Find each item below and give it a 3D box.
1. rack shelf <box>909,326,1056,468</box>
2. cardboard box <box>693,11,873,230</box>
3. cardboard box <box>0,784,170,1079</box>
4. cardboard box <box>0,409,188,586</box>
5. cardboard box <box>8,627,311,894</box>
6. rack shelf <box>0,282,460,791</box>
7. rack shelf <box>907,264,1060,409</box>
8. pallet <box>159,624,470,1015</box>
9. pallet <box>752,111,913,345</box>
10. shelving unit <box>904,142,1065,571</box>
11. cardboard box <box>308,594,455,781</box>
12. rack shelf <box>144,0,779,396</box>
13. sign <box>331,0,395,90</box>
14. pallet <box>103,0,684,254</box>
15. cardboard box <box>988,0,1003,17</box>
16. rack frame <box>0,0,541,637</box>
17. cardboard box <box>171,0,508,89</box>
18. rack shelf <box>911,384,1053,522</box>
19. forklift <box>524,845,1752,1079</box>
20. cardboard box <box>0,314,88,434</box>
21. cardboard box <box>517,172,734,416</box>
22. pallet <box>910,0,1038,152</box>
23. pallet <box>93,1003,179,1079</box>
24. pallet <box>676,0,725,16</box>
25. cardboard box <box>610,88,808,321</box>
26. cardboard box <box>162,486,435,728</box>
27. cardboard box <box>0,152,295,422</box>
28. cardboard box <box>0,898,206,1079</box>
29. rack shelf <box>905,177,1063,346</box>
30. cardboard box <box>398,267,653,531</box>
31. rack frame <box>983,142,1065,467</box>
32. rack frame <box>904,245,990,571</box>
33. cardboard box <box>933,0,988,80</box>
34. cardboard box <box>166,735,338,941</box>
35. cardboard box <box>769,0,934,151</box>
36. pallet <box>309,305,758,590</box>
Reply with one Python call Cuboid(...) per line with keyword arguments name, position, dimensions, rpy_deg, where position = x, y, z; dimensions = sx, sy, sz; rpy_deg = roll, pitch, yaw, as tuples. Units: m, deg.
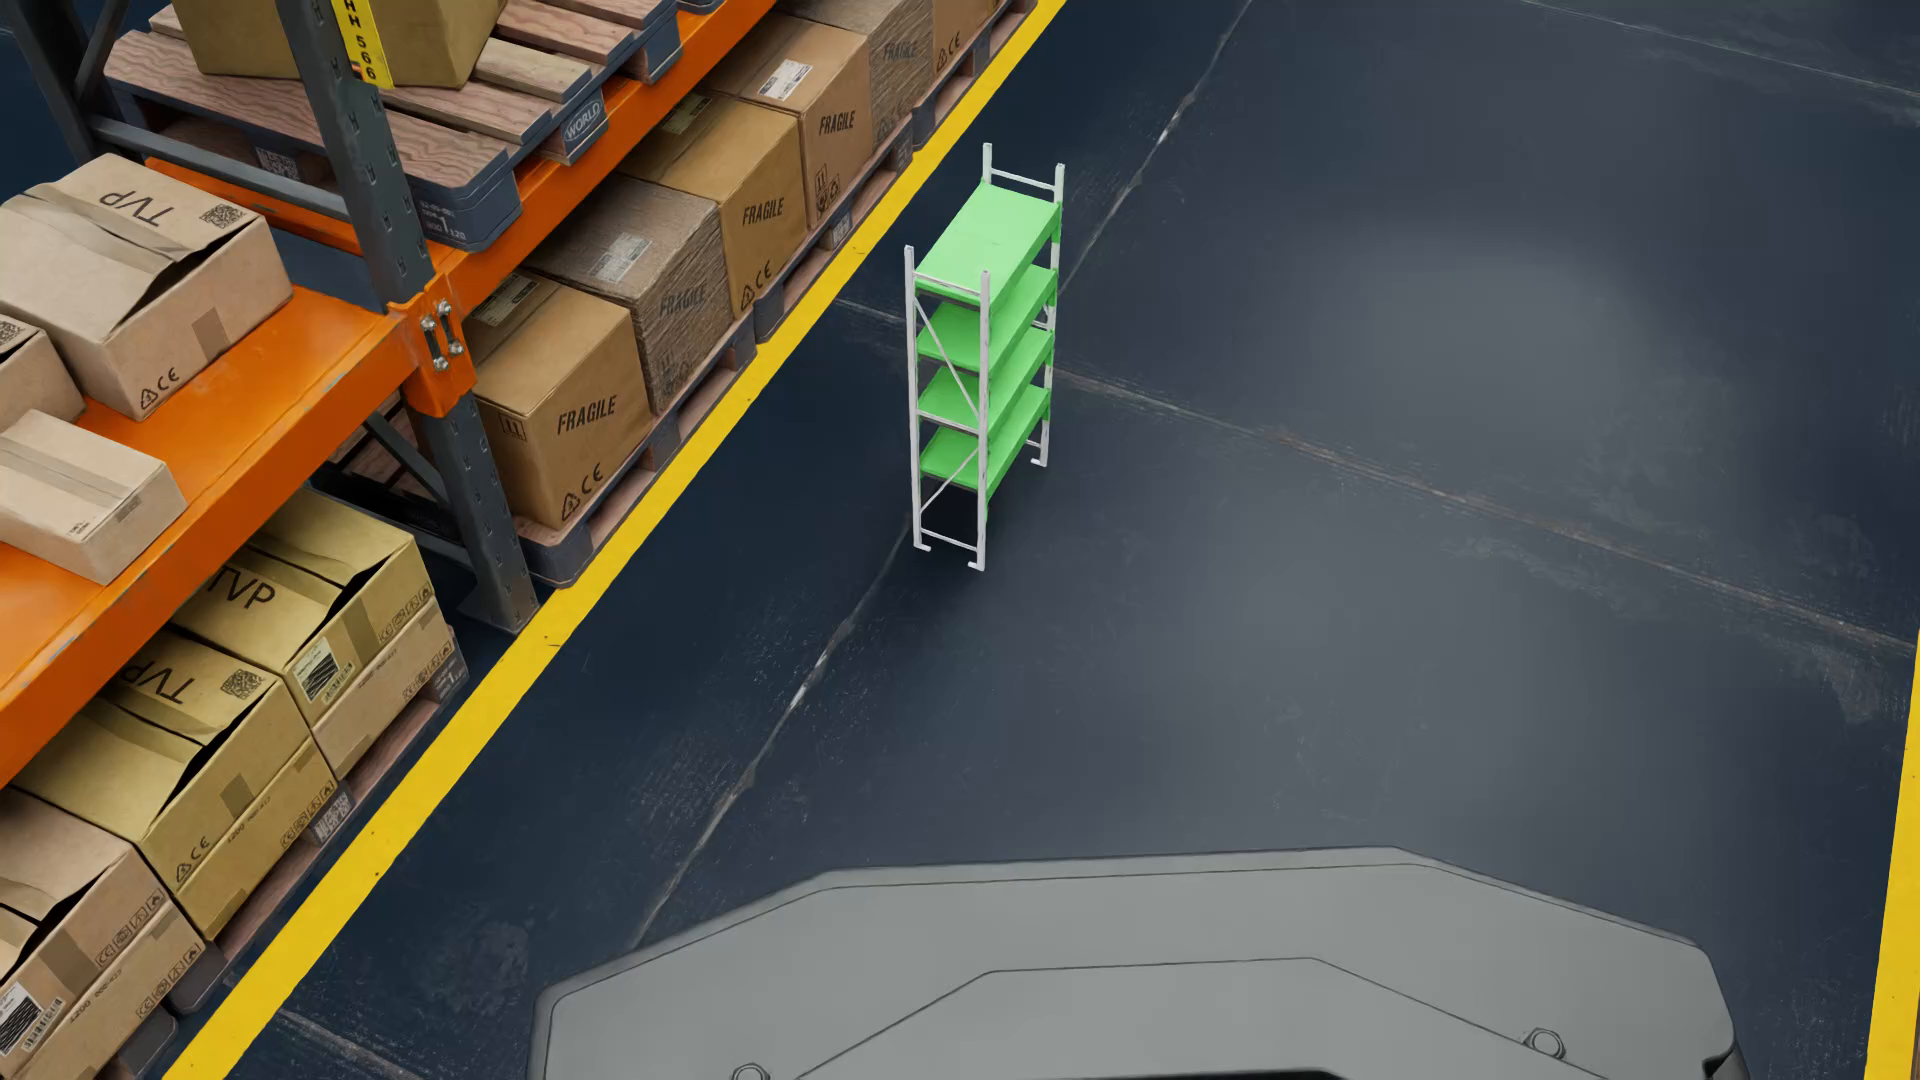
Cuboid(name="rack shelf", position=(0.071, -0.461, 4.939), dimensions=(0.258, 0.148, 0.480), rpy_deg=(20, 52, 16))
Cuboid(name="cardboard box", position=(-0.648, -1.505, 5.914), dimensions=(0.500, 0.500, 0.500), rpy_deg=(18, 52, 15))
Cuboid(name="cardboard box", position=(-2.192, 0.836, 3.731), dimensions=(0.500, 0.311, 0.500), rpy_deg=(19, 52, 16))
Cuboid(name="cardboard box", position=(-1.891, -0.095, 3.526), dimensions=(0.380, 0.149, 0.250), rpy_deg=(20, 52, 16))
Cuboid(name="cardboard box", position=(-1.974, 0.489, 4.026), dimensions=(0.500, 0.311, 0.500), rpy_deg=(19, 52, 16))
Cuboid(name="rack shelf", position=(-2.611, 0.725, 3.136), dimensions=(1.077, 0.370, 4.000), rpy_deg=(20, 52, 16))
Cuboid(name="rack shelf", position=(0.071, -0.617, 4.756), dimensions=(0.258, 0.148, 0.480), rpy_deg=(20, 52, 16))
Cuboid(name="pallet", position=(-2.143, 0.573, 4.624), dimensions=(1.003, 0.211, 1.213), rpy_deg=(20, 52, 16))
Cuboid(name="pallet", position=(-0.881, -1.320, 6.235), dimensions=(1.003, 0.211, 1.213), rpy_deg=(20, 52, 16))
Cuboid(name="shelving unit", position=(0.071, -0.503, 4.890), dimensions=(0.258, 1.200, 0.503), rpy_deg=(20, 52, 16))
Cuboid(name="cardboard box", position=(-1.761, 0.311, 4.545), dimensions=(0.500, 0.250, 0.500), rpy_deg=(21, 53, 17))
Cuboid(name="rack shelf", position=(-0.902, -2.029, 5.480), dimensions=(1.077, 0.370, 4.000), rpy_deg=(20, 52, 16))
Cuboid(name="sign", position=(-1.253, -1.082, 3.441), dimensions=(0.100, 0.325, 0.005), rpy_deg=(20, 52, 16))
Cuboid(name="pallet", position=(-1.530, -1.313, 4.523), dimensions=(1.213, 0.211, 1.003), rpy_deg=(20, 52, 16))
Cuboid(name="cardboard box", position=(0.001, -2.539, 6.793), dimensions=(0.500, 0.500, 0.500), rpy_deg=(20, 52, 16))
Cuboid(name="rack frame", position=(-1.756, -0.885, 4.034), dimensions=(1.000, 3.000, 0.127), rpy_deg=(20, 52, 16))
Cuboid(name="cardboard box", position=(-1.589, -1.524, 4.236), dimensions=(0.700, 0.500, 0.500), rpy_deg=(4, 50, 4))
Cuboid(name="rack shelf", position=(0.071, -0.306, 5.121), dimensions=(0.258, 0.148, 0.480), rpy_deg=(20, 52, 16))
Cuboid(name="forklift", position=(0.163, 1.744, 1.841), dimensions=(1.130, 2.935, 3.031), rpy_deg=(-2, 50, -2))
Cuboid(name="cardboard box", position=(-2.314, -0.303, 3.597), dimensions=(0.500, 0.311, 0.500), rpy_deg=(19, 52, 16))
Cuboid(name="cardboard box", position=(-1.085, -0.800, 5.314), dimensions=(0.500, 0.500, 0.500), rpy_deg=(18, 52, 15))
Cuboid(name="pallet", position=(-0.361, -2.163, 6.952), dimensions=(1.003, 0.211, 1.213), rpy_deg=(20, 52, 16))
Cuboid(name="pallet", position=(-2.666, 1.410, 3.912), dimensions=(1.003, 0.211, 1.213), rpy_deg=(20, 52, 16))
Cuboid(name="pallet", position=(-0.930, -2.164, 5.248), dimensions=(1.003, 0.211, 1.213), rpy_deg=(20, 52, 16))
Cuboid(name="cardboard box", position=(-0.866, -1.144, 5.606), dimensions=(0.500, 0.500, 0.500), rpy_deg=(19, 52, 16))
Cuboid(name="cardboard box", position=(-1.757, 0.129, 4.332), dimensions=(0.500, 0.311, 0.500), rpy_deg=(21, 53, 17))
Cuboid(name="cardboard box", position=(-1.951, -0.620, 3.867), dimensions=(0.500, 0.311, 0.500), rpy_deg=(23, 53, 18))
Cuboid(name="cardboard box", position=(-2.195, 1.013, 3.948), dimensions=(0.500, 0.250, 0.500), rpy_deg=(21, 53, 17))
Cuboid(name="rack shelf", position=(0.071, -0.772, 4.573), dimensions=(0.258, 0.148, 0.480), rpy_deg=(20, 52, 16))
Cuboid(name="cardboard box", position=(-1.303, -0.438, 5.006), dimensions=(0.500, 0.500, 0.500), rpy_deg=(22, 53, 18))
Cuboid(name="rack frame", position=(0.175, -0.671, 5.033), dimensions=(0.240, 1.200, 0.015), rpy_deg=(20, 52, 16))
Cuboid(name="rack frame", position=(-0.034, -0.335, 4.747), dimensions=(0.240, 1.200, 0.015), rpy_deg=(20, 52, 16))
Cuboid(name="cardboard box", position=(-0.218, -2.201, 6.506), dimensions=(0.500, 0.500, 0.500), rpy_deg=(20, 52, 16))
Cuboid(name="cardboard box", position=(-1.978, 0.668, 4.242), dimensions=(0.500, 0.250, 0.500), rpy_deg=(19, 52, 16))
Cuboid(name="cardboard box", position=(-0.433, -1.856, 6.212), dimensions=(0.500, 0.500, 0.500), rpy_deg=(20, 53, 17))
Cuboid(name="pallet", position=(-1.403, -0.483, 5.523), dimensions=(1.003, 0.211, 1.213), rpy_deg=(20, 52, 16))
